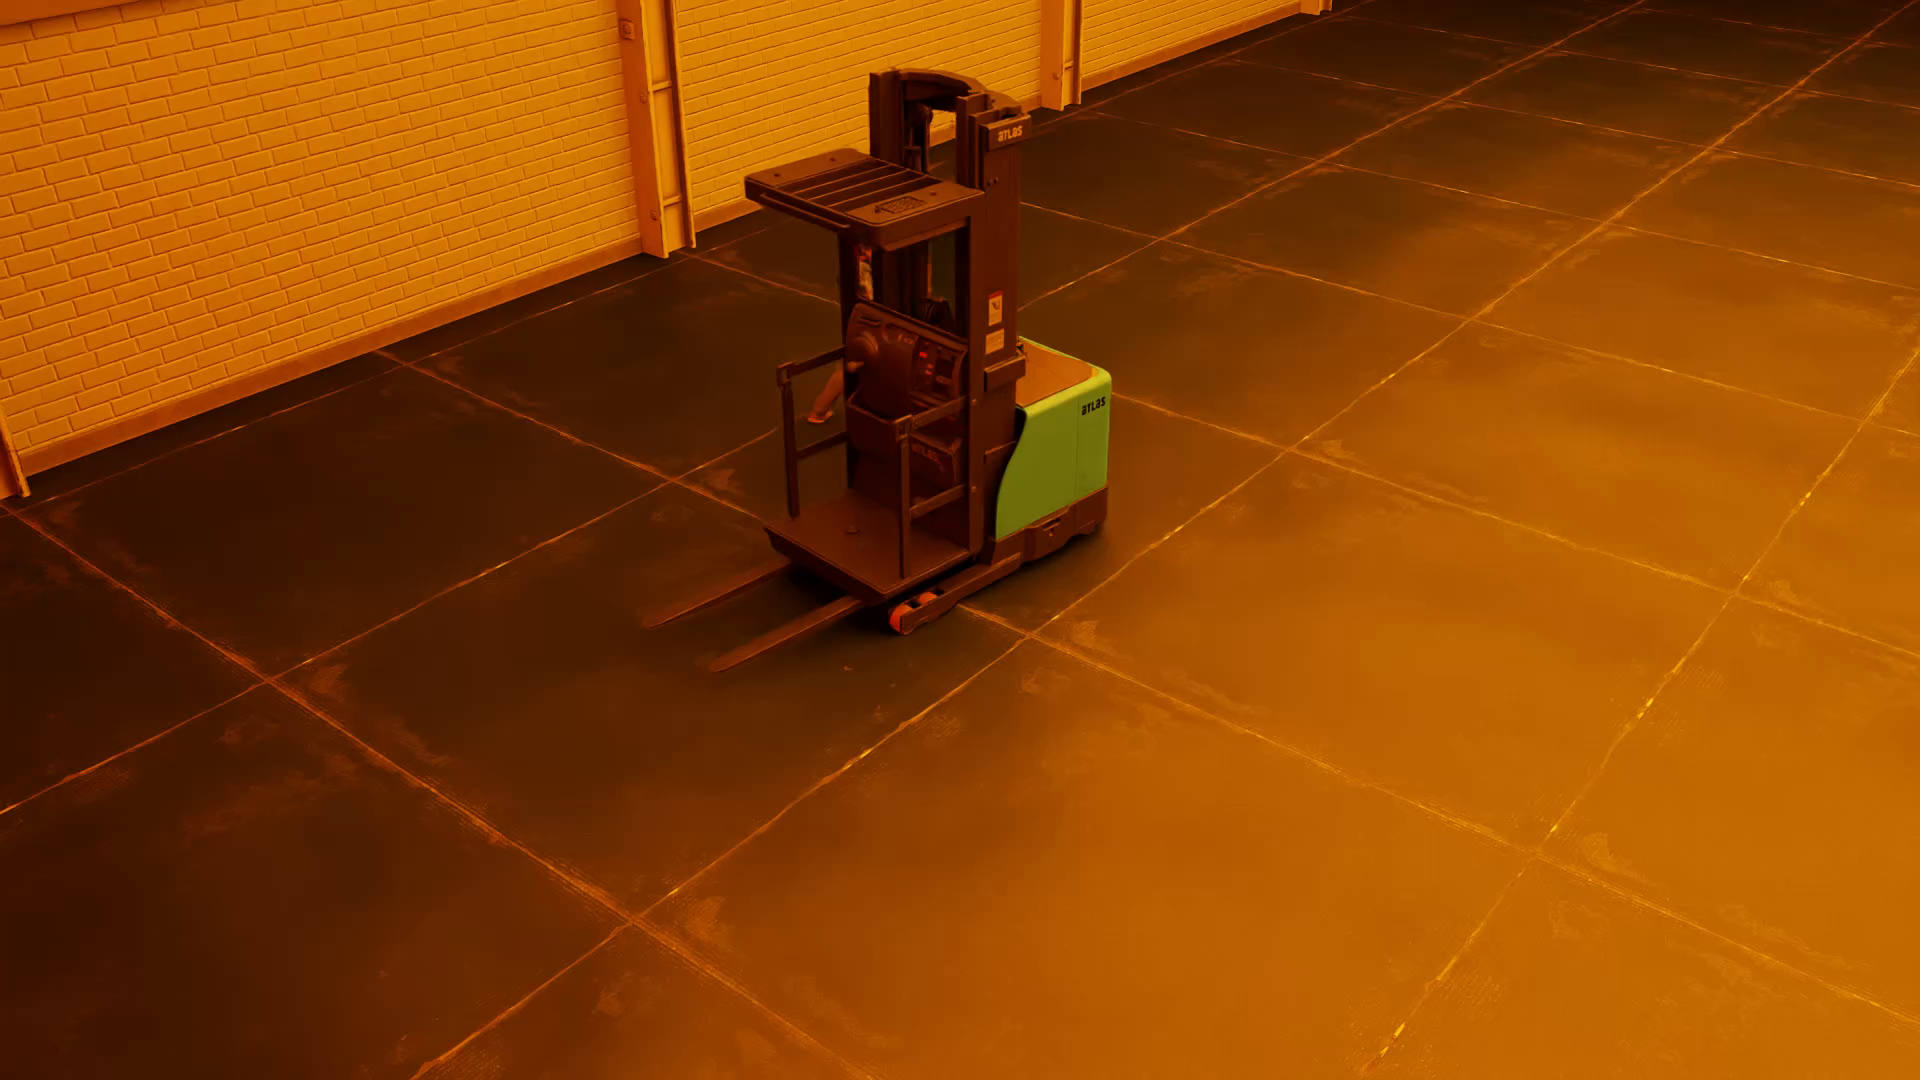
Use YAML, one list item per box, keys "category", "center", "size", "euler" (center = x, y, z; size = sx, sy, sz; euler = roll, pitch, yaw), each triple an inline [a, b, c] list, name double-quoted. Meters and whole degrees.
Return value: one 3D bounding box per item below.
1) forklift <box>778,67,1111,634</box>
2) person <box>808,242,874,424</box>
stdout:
- category: "forklift"
  center: [-0.467, -1.018, 9.336]
  size: [3.031, 2.935, 1.130]
  euler: [-26, 39, -37]
- category: "person"
  center: [-0.623, -1.434, 11.518]
  size: [0.793, 1.534, 0.927]
  euler: [-15, 33, -23]
